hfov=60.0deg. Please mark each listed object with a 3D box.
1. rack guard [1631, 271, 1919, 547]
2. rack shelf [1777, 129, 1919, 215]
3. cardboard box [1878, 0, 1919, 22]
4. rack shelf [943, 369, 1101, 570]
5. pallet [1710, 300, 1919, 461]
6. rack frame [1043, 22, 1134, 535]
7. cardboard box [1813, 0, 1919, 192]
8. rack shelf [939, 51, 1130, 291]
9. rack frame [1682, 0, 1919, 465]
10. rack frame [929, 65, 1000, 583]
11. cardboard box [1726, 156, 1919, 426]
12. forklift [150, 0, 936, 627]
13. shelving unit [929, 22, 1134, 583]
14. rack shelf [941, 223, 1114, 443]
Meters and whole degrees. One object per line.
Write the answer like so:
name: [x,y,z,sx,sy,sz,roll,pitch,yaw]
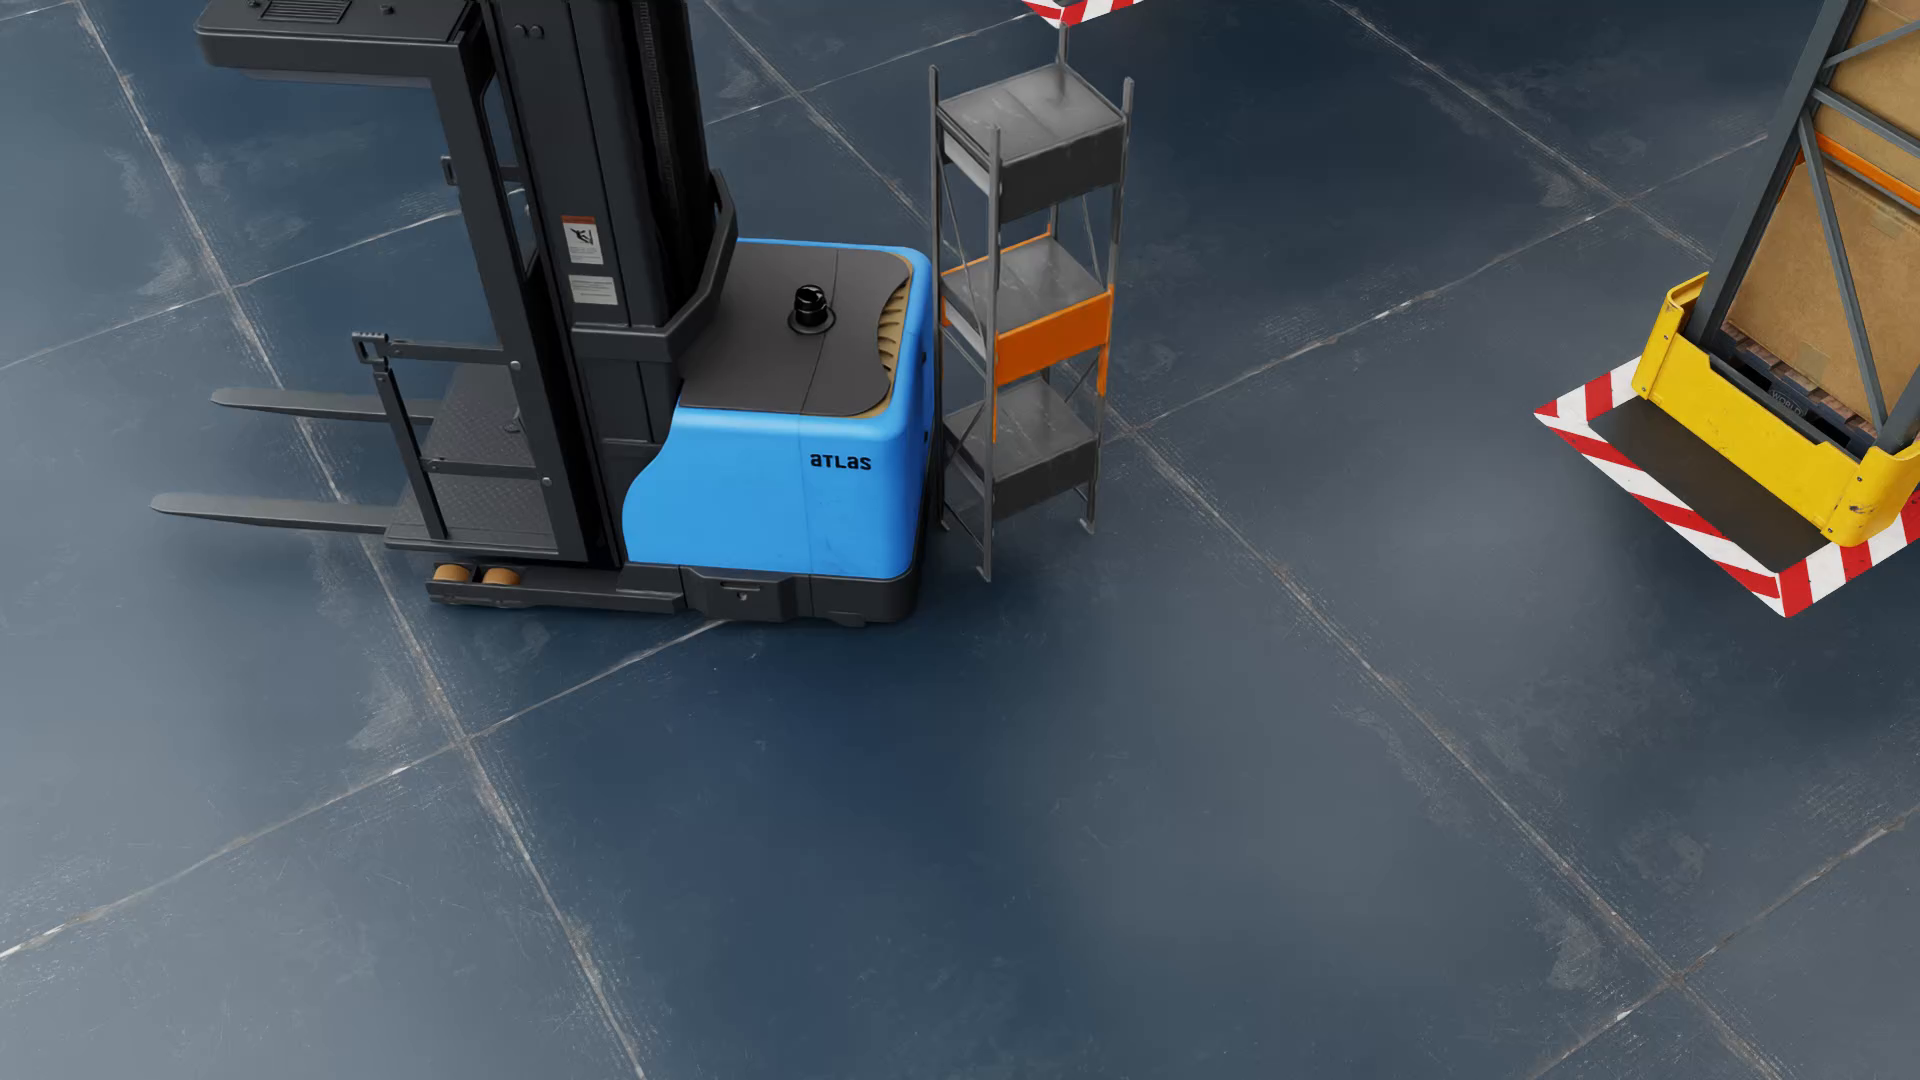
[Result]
rack guard: [3.379,-0.555,6.855,0.348,0.500,1.175,-25,53,-21]
rack shelf: [5.091,-1.954,6.909,4.000,0.370,1.077,-25,53,-21]
cardboard box: [3.734,-1.929,5.581,0.550,0.550,0.875,-25,53,-21]
rack shelf: [0.222,-0.279,6.493,0.480,0.518,0.431,-24,53,-20]
pallet: [4.034,-0.837,7.299,1.213,0.211,1.003,-25,53,-21]
rack frame: [0.431,-0.847,6.044,0.015,2.100,0.400,-24,53,-20]
cardboard box: [3.689,-1.623,6.031,0.550,0.550,0.875,-25,53,-21]
rack shelf: [0.222,-1.210,5.448,0.480,0.518,0.431,-24,53,-20]
rack frame: [3.399,-1.396,5.930,0.127,3.000,1.000,-25,53,-21]
rack frame: [0.013,-0.660,5.877,0.015,2.100,0.400,-24,53,-20]
cardboard box: [3.937,-1.141,6.845,0.875,0.875,0.875,-25,53,-21]
forklift: [-1.639,-1.100,5.712,3.031,2.935,1.130,4,48,3]
shelving unit: [0.222,-0.753,5.960,0.503,2.100,0.431,-24,53,-20]
rack shelf: [0.222,-0.744,5.970,0.480,0.518,0.431,-24,53,-20]
